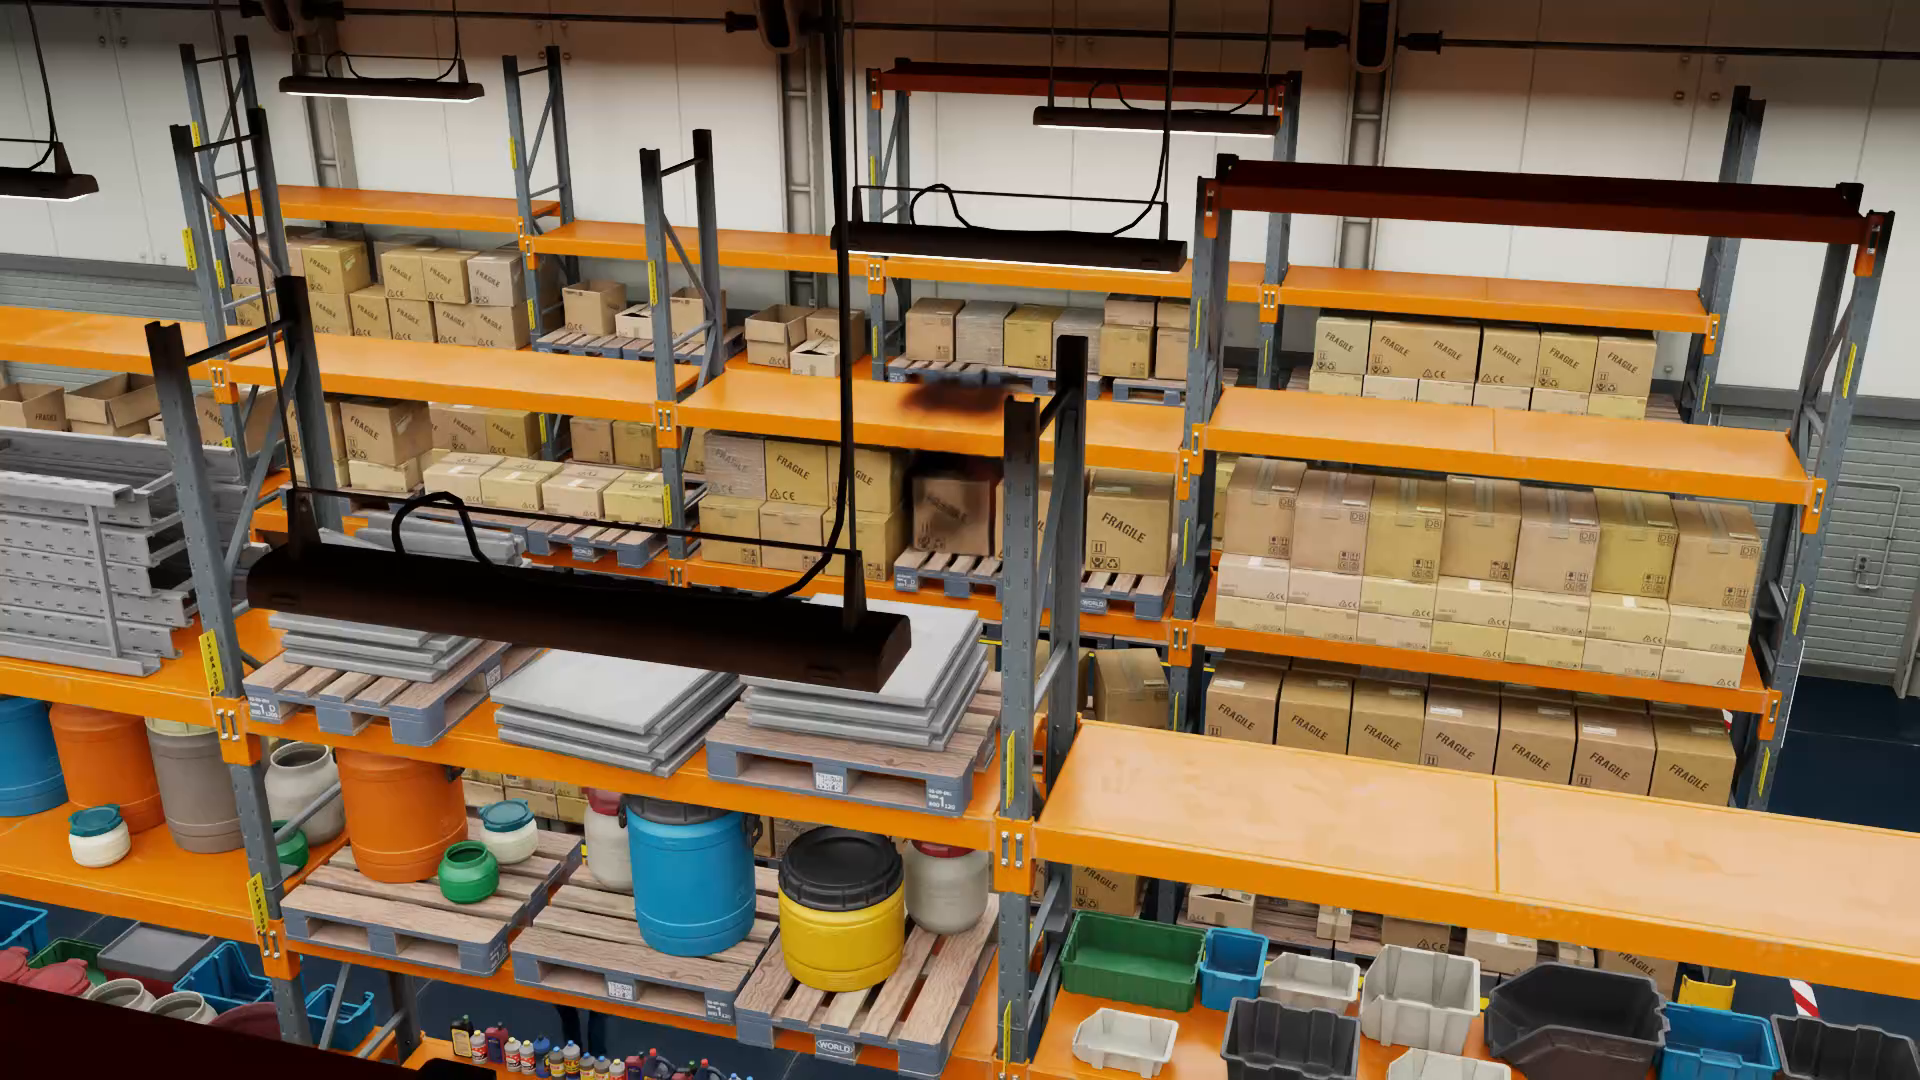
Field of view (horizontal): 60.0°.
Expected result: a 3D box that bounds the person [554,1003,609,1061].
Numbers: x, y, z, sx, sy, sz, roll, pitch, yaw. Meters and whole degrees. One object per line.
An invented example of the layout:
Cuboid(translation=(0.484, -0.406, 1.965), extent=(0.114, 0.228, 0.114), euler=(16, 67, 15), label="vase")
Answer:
Cuboid(translation=(-2.604, 2.958, 11.189), extent=(0.435, 1.589, 0.419), euler=(-1, 23, -1), label="person")
